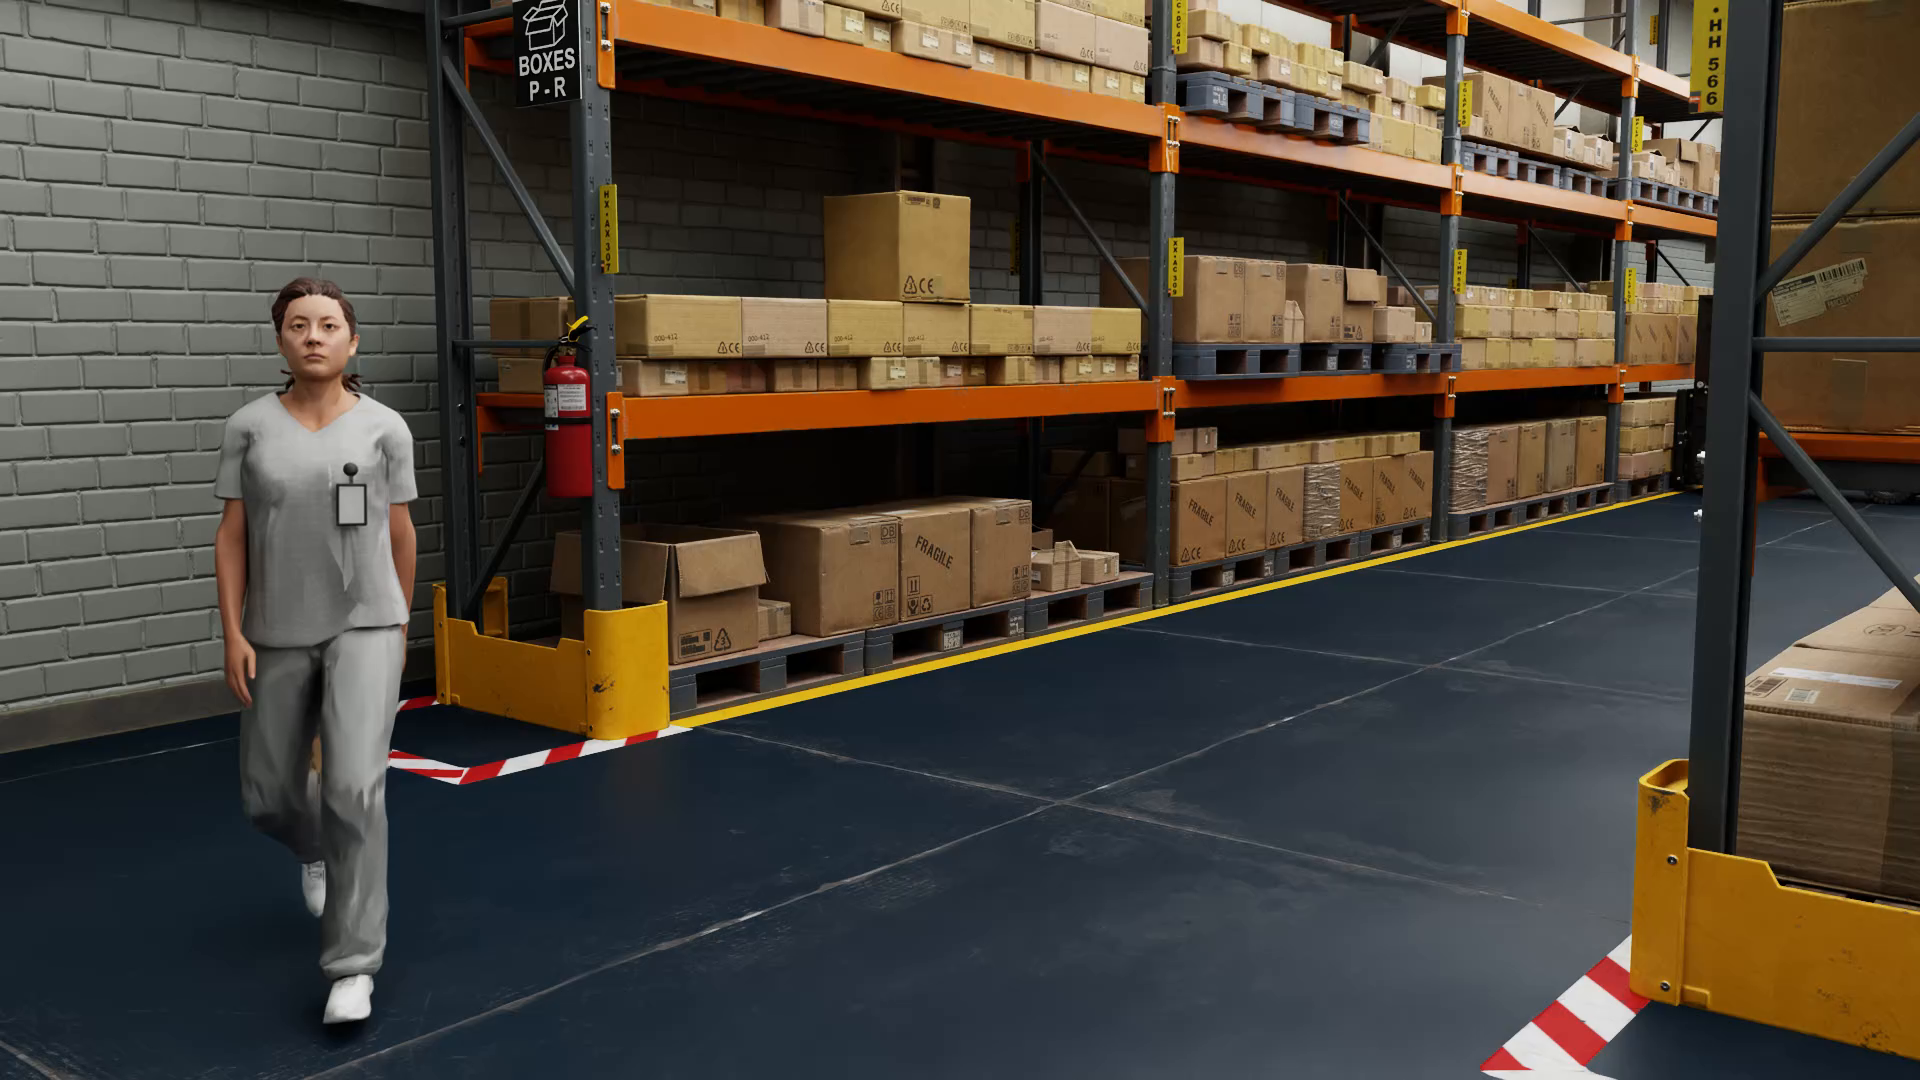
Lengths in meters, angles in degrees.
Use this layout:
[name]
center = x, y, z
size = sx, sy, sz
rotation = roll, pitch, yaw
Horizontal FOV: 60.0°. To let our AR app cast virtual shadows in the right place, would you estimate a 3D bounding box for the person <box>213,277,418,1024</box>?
[person]
center = -1.484, 0.214, 3.884
size = 0.434, 1.635, 0.820
rotation = -1, 7, -12
